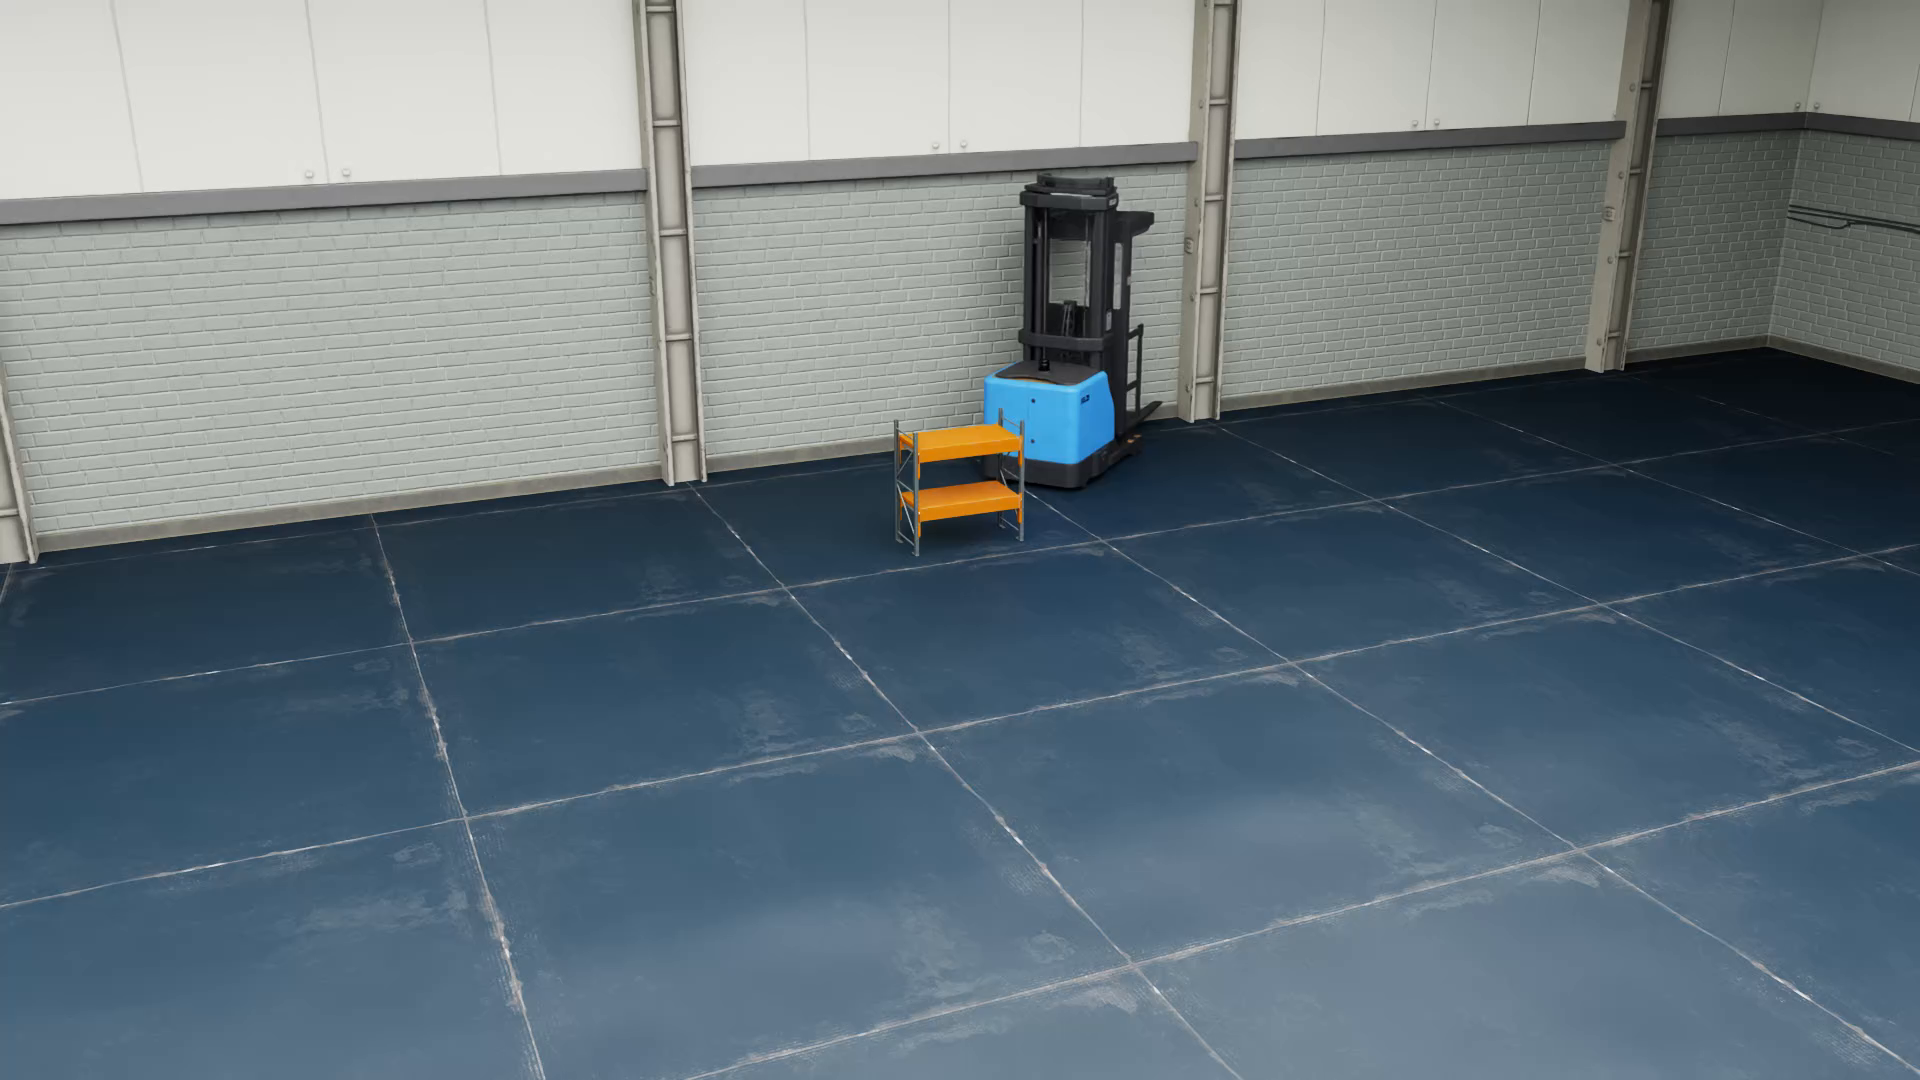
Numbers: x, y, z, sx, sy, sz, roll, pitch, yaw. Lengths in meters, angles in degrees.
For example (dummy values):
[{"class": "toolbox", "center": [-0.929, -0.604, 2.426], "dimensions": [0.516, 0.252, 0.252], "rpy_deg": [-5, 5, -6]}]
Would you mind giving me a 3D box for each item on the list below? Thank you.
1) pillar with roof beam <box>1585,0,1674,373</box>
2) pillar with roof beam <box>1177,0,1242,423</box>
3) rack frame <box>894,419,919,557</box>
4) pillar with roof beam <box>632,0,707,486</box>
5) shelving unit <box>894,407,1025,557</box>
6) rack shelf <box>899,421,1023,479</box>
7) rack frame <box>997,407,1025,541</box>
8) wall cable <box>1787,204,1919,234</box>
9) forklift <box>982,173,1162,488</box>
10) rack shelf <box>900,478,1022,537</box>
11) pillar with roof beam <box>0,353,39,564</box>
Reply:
[{"class": "pillar with roof beam", "center": [9.940, -5.123, 16.054], "dimensions": [0.400, 9.000, 9.100], "rpy_deg": [-8, 21, -22]}, {"class": "pillar with roof beam", "center": [4.430, -4.333, 13.813], "dimensions": [0.400, 9.000, 9.100], "rpy_deg": [-8, 21, -22]}, {"class": "rack frame", "center": [-0.473, -0.463, 14.676], "dimensions": [0.032, 1.125, 0.500], "rpy_deg": [-8, 21, -22]}, {"class": "pillar with roof beam", "center": [-1.079, -3.544, 11.571], "dimensions": [0.400, 9.000, 9.100], "rpy_deg": [-8, 21, -22]}, {"class": "shelving unit", "center": [-0.006, -0.530, 14.866], "dimensions": [1.048, 1.125, 0.538], "rpy_deg": [-8, 21, -22]}, {"class": "rack shelf", "center": [-0.006, -0.806, 14.769], "dimensions": [1.000, 0.278, 0.538], "rpy_deg": [-8, 21, -22]}, {"class": "rack frame", "center": [0.461, -0.597, 15.056], "dimensions": [0.032, 1.125, 0.500], "rpy_deg": [-8, 21, -22]}, {"class": "wall cable", "center": [11.463, -4.955, 20.254], "dimensions": [0.112, 2.526, 3.097], "rpy_deg": [-8, 21, -22]}, {"class": "forklift", "center": [1.324, -2.340, 17.287], "dimensions": [1.130, 2.935, 3.031], "rpy_deg": [9, 21, 25]}, {"class": "rack shelf", "center": [-0.006, -0.299, 14.947], "dimensions": [1.000, 0.278, 0.538], "rpy_deg": [-8, 21, -22]}, {"class": "pillar with roof beam", "center": [-6.588, -2.755, 9.329], "dimensions": [0.400, 9.000, 9.100], "rpy_deg": [-8, 21, -22]}]
